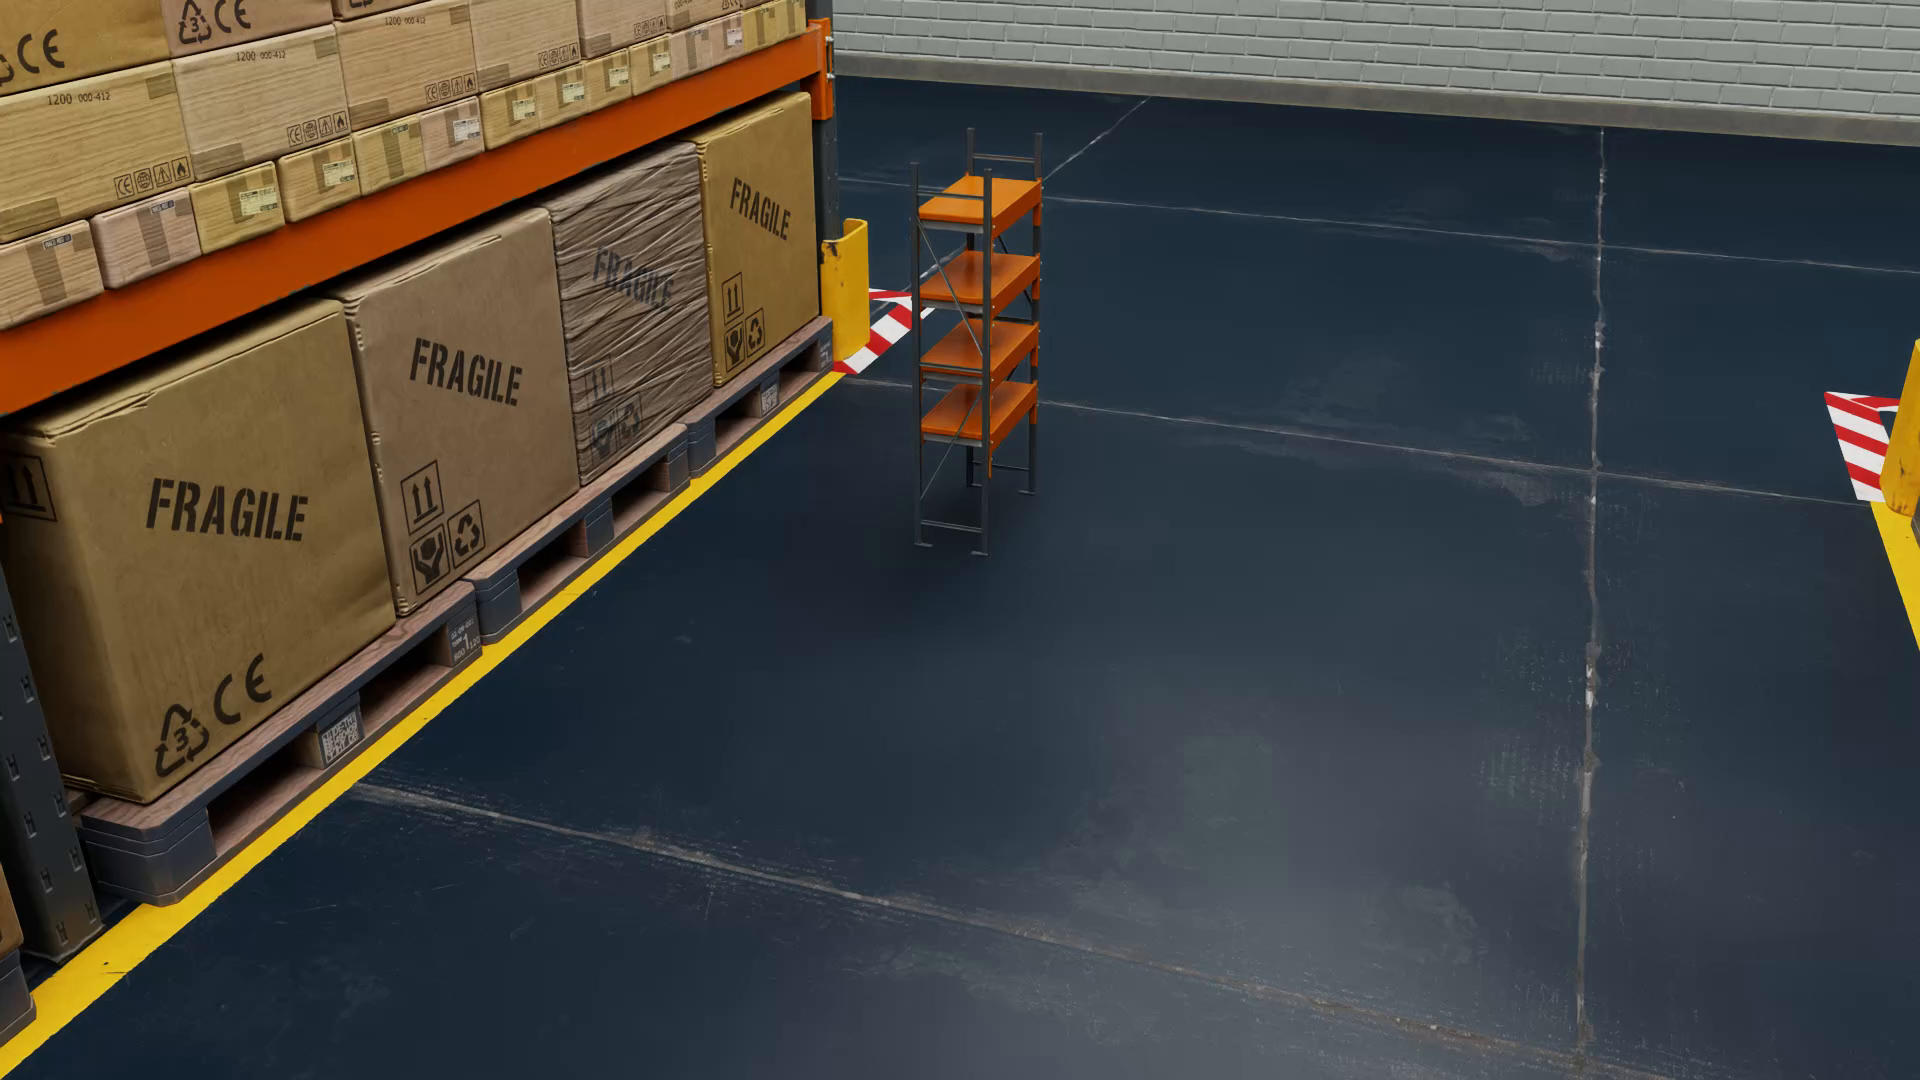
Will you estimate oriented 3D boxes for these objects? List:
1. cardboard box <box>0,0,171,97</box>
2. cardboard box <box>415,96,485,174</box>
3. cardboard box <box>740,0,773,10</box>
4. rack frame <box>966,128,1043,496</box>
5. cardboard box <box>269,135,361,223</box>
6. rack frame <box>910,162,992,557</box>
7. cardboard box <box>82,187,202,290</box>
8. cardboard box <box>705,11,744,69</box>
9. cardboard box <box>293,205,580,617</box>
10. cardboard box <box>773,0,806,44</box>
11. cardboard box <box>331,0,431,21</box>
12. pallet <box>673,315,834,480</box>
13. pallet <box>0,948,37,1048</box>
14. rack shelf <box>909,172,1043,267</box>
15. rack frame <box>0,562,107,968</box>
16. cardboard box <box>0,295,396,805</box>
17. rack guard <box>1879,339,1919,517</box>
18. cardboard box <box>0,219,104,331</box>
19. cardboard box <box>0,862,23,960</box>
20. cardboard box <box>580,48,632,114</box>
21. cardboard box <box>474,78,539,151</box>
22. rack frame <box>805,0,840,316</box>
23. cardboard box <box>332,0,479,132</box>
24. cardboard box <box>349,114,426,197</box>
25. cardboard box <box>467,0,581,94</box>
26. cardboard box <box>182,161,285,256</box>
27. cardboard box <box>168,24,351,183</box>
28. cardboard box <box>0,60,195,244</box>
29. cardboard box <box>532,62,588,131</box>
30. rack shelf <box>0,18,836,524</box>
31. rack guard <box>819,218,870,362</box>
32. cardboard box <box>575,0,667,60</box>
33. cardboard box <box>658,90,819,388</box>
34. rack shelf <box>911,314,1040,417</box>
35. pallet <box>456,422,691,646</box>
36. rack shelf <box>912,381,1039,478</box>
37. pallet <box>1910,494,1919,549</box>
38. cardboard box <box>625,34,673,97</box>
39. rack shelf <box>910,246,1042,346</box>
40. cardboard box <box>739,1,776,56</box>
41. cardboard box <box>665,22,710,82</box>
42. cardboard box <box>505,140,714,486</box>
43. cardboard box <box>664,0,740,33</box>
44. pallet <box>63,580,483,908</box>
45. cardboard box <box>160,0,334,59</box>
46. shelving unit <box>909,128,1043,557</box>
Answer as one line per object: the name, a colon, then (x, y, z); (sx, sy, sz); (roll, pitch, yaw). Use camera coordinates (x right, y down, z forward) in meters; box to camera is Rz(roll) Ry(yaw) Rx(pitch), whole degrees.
cardboard box: (-1.906, -1.130, 3.113); (0.500, 0.500, 0.500); (9, 27, 17)
cardboard box: (-1.464, -1.060, 4.285); (0.380, 0.149, 0.250); (9, 27, 18)
cardboard box: (-0.886, -2.039, 5.850); (0.500, 0.250, 0.500); (8, 27, 17)
rack frame: (0.136, -0.708, 5.336); (0.240, 1.200, 0.015); (9, 27, 17)
cardboard box: (-1.634, -0.851, 3.855); (0.380, 0.149, 0.250); (8, 27, 16)
rack frame: (-0.026, -0.508, 4.922); (0.240, 1.200, 0.015); (9, 27, 17)
cardboard box: (-1.807, -0.635, 3.407); (0.380, 0.149, 0.250); (8, 27, 16)
cardboard box: (-0.953, -1.693, 5.592); (0.380, 0.149, 0.250); (9, 27, 18)
cardboard box: (-1.712, -0.429, 4.650); (0.875, 0.875, 0.875); (9, 27, 17)
cardboard box: (-0.783, -1.903, 6.027); (0.380, 0.149, 0.250); (9, 27, 18)
cardboard box: (-1.566, -1.546, 3.971); (0.500, 0.500, 0.500); (8, 27, 16)
pallet: (-1.168, -0.615, 6.279); (1.003, 0.211, 1.213); (9, 27, 17)
pallet: (-2.492, 1.016, 2.908); (1.003, 0.211, 1.213); (9, 27, 17)
rack shelf: (0.055, -0.962, 4.958); (0.258, 0.148, 0.480); (9, 27, 17)
rack frame: (-2.307, -0.567, 2.978); (1.000, 3.000, 0.127); (9, 27, 17)
cardboard box: (-2.011, -0.059, 3.886); (0.875, 0.875, 0.875); (9, 27, 17)
rack guard: (3.643, -0.293, 5.282); (1.175, 0.500, 0.348); (9, 27, 17)
cardboard box: (-1.894, -0.527, 3.184); (0.380, 0.149, 0.250); (9, 27, 18)
cardboard box: (-2.501, 0.467, 2.800); (1.225, 0.875, 0.875); (9, 27, 18)
cardboard box: (-1.208, -1.377, 4.939); (0.380, 0.149, 0.250); (9, 27, 18)
cardboard box: (-1.377, -1.168, 4.508); (0.380, 0.149, 0.250); (8, 27, 16)
rack frame: (-0.975, -2.210, 6.373); (1.000, 3.000, 0.127); (9, 27, 17)
cardboard box: (-1.566, -1.205, 4.128); (0.500, 0.250, 0.500); (9, 27, 19)
cardboard box: (-1.549, -0.957, 4.072); (0.380, 0.149, 0.250); (8, 27, 17)
cardboard box: (-1.394, -1.407, 4.545); (0.500, 0.250, 0.500); (9, 27, 18)
cardboard box: (-1.720, -0.743, 3.631); (0.380, 0.149, 0.250); (10, 27, 19)
cardboard box: (-1.733, -0.992, 3.687); (0.500, 0.250, 0.500); (9, 27, 17)
cardboard box: (-1.903, -0.788, 3.266); (0.500, 0.250, 0.500); (8, 27, 16)
cardboard box: (-1.292, -1.275, 4.730); (0.380, 0.149, 0.250); (9, 27, 18)
rack shelf: (-1.641, -1.065, 4.832); (1.077, 0.370, 4.000); (9, 27, 17)
rack guard: (-0.967, -1.095, 6.938); (1.175, 0.500, 0.348); (9, 27, 17)
cardboard box: (-1.225, -1.622, 4.988); (0.500, 0.250, 0.500); (8, 27, 16)
cardboard box: (-1.113, -1.169, 6.178); (0.875, 0.875, 0.875); (9, 27, 17)
rack shelf: (0.055, -0.548, 5.158); (0.258, 0.148, 0.480); (9, 27, 17)
pallet: (-1.575, -0.116, 5.247); (1.003, 0.211, 1.213); (9, 27, 17)
rack shelf: (0.055, -0.369, 5.245); (0.258, 0.148, 0.480); (9, 27, 17)
pallet: (3.339, 0.165, 4.666); (1.003, 0.211, 1.213); (9, 27, 17)
cardboard box: (-1.122, -1.483, 5.160); (0.380, 0.149, 0.250); (8, 27, 16)
rack shelf: (0.055, -0.749, 5.061); (0.258, 0.148, 0.480); (9, 27, 17)
cardboard box: (-0.868, -1.796, 5.806); (0.380, 0.149, 0.250); (9, 27, 18)
cardboard box: (-1.037, -1.590, 5.381); (0.380, 0.149, 0.250); (9, 27, 18)
cardboard box: (-1.416, -0.795, 5.405); (0.875, 0.875, 0.875); (9, 27, 17)
cardboard box: (-1.056, -1.831, 5.420); (0.500, 0.250, 0.500); (8, 27, 17)
pallet: (-1.980, 0.387, 4.208); (1.003, 0.211, 1.213); (9, 27, 17)
cardboard box: (-1.735, -1.332, 3.528); (0.500, 0.500, 0.500); (9, 27, 17)
shelving unit: (0.055, -0.608, 5.129); (0.258, 1.200, 0.503); (9, 27, 17)
